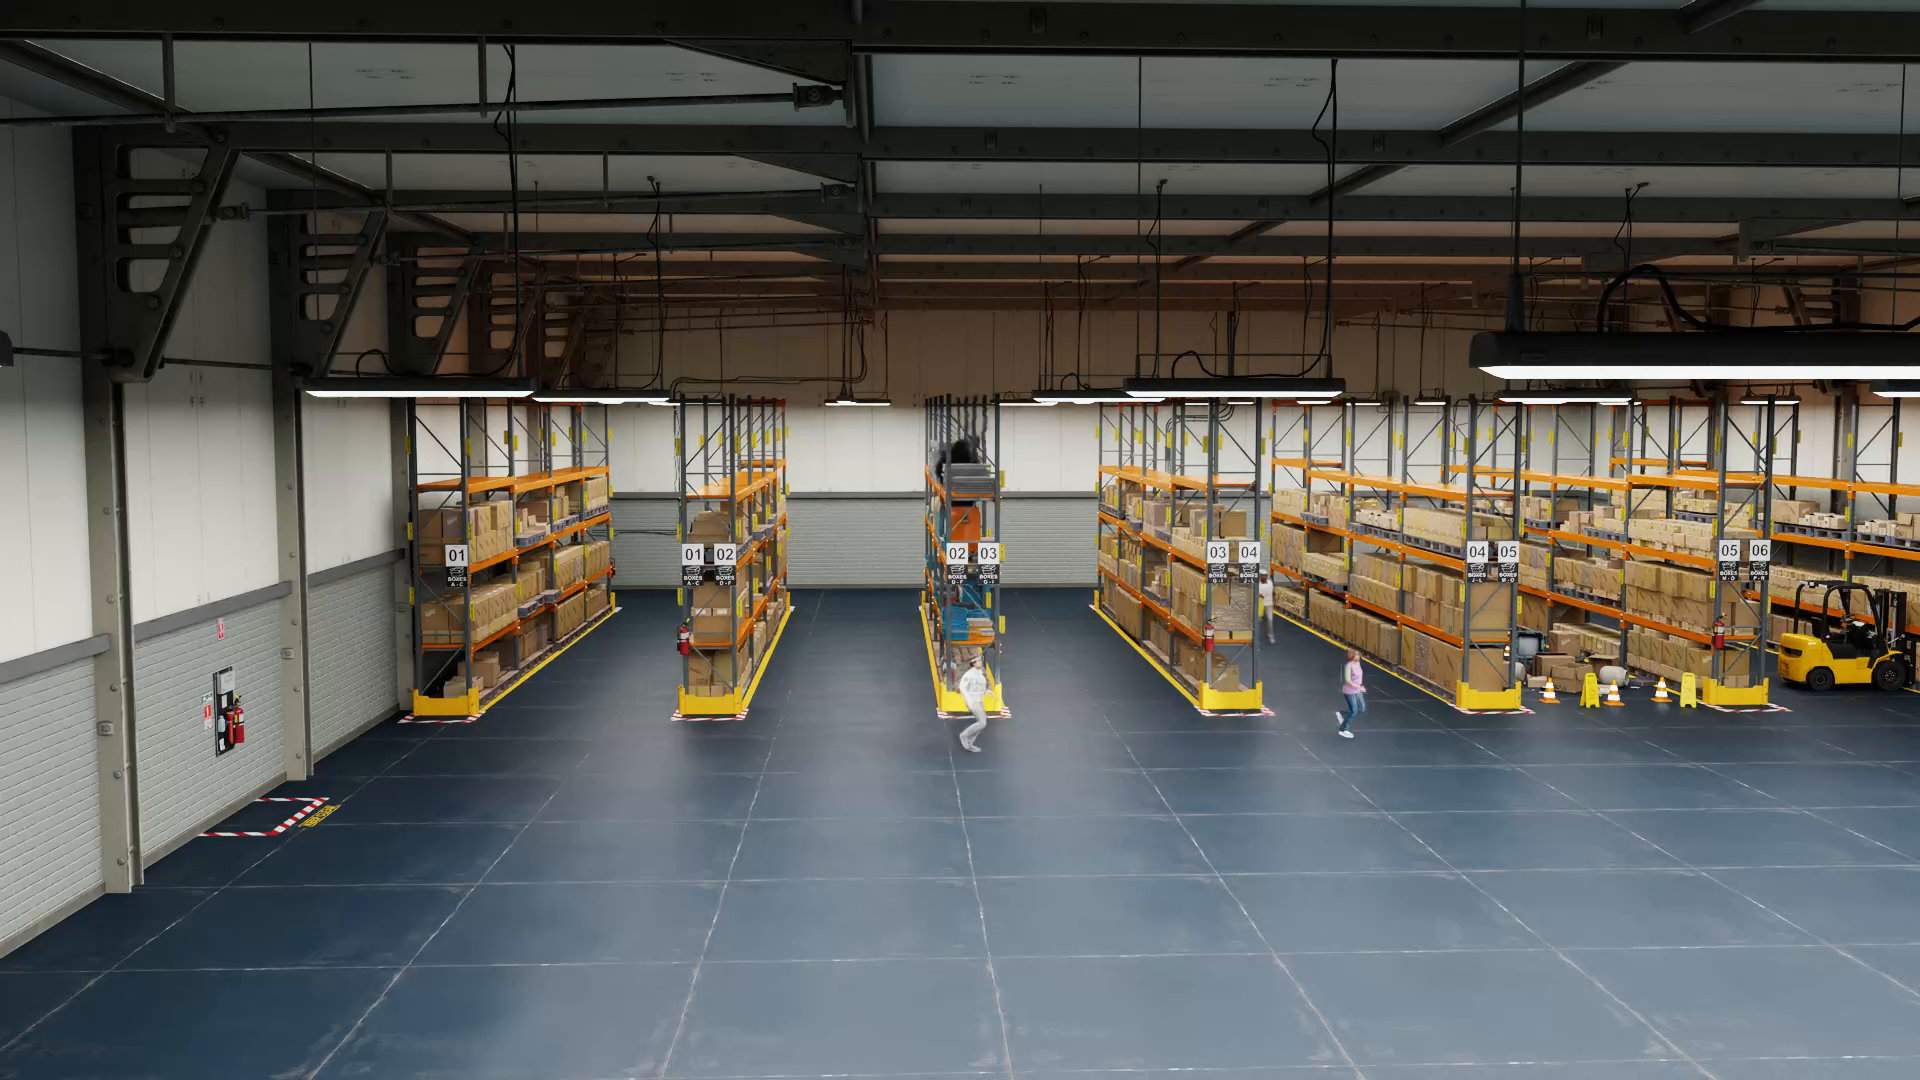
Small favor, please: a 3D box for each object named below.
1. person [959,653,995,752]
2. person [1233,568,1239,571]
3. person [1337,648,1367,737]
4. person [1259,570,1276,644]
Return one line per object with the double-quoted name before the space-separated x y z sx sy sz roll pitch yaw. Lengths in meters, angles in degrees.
"person" 0.288 2.703 27.762 0.538 1.663 0.630 2 5 22
"person" 7.669 1.180 47.264 0.748 1.659 0.760 2 5 22
"person" 6.859 2.662 29.032 0.604 1.561 0.571 4 6 38
"person" 7.414 1.597 40.627 0.701 1.758 0.991 -1 5 -11
